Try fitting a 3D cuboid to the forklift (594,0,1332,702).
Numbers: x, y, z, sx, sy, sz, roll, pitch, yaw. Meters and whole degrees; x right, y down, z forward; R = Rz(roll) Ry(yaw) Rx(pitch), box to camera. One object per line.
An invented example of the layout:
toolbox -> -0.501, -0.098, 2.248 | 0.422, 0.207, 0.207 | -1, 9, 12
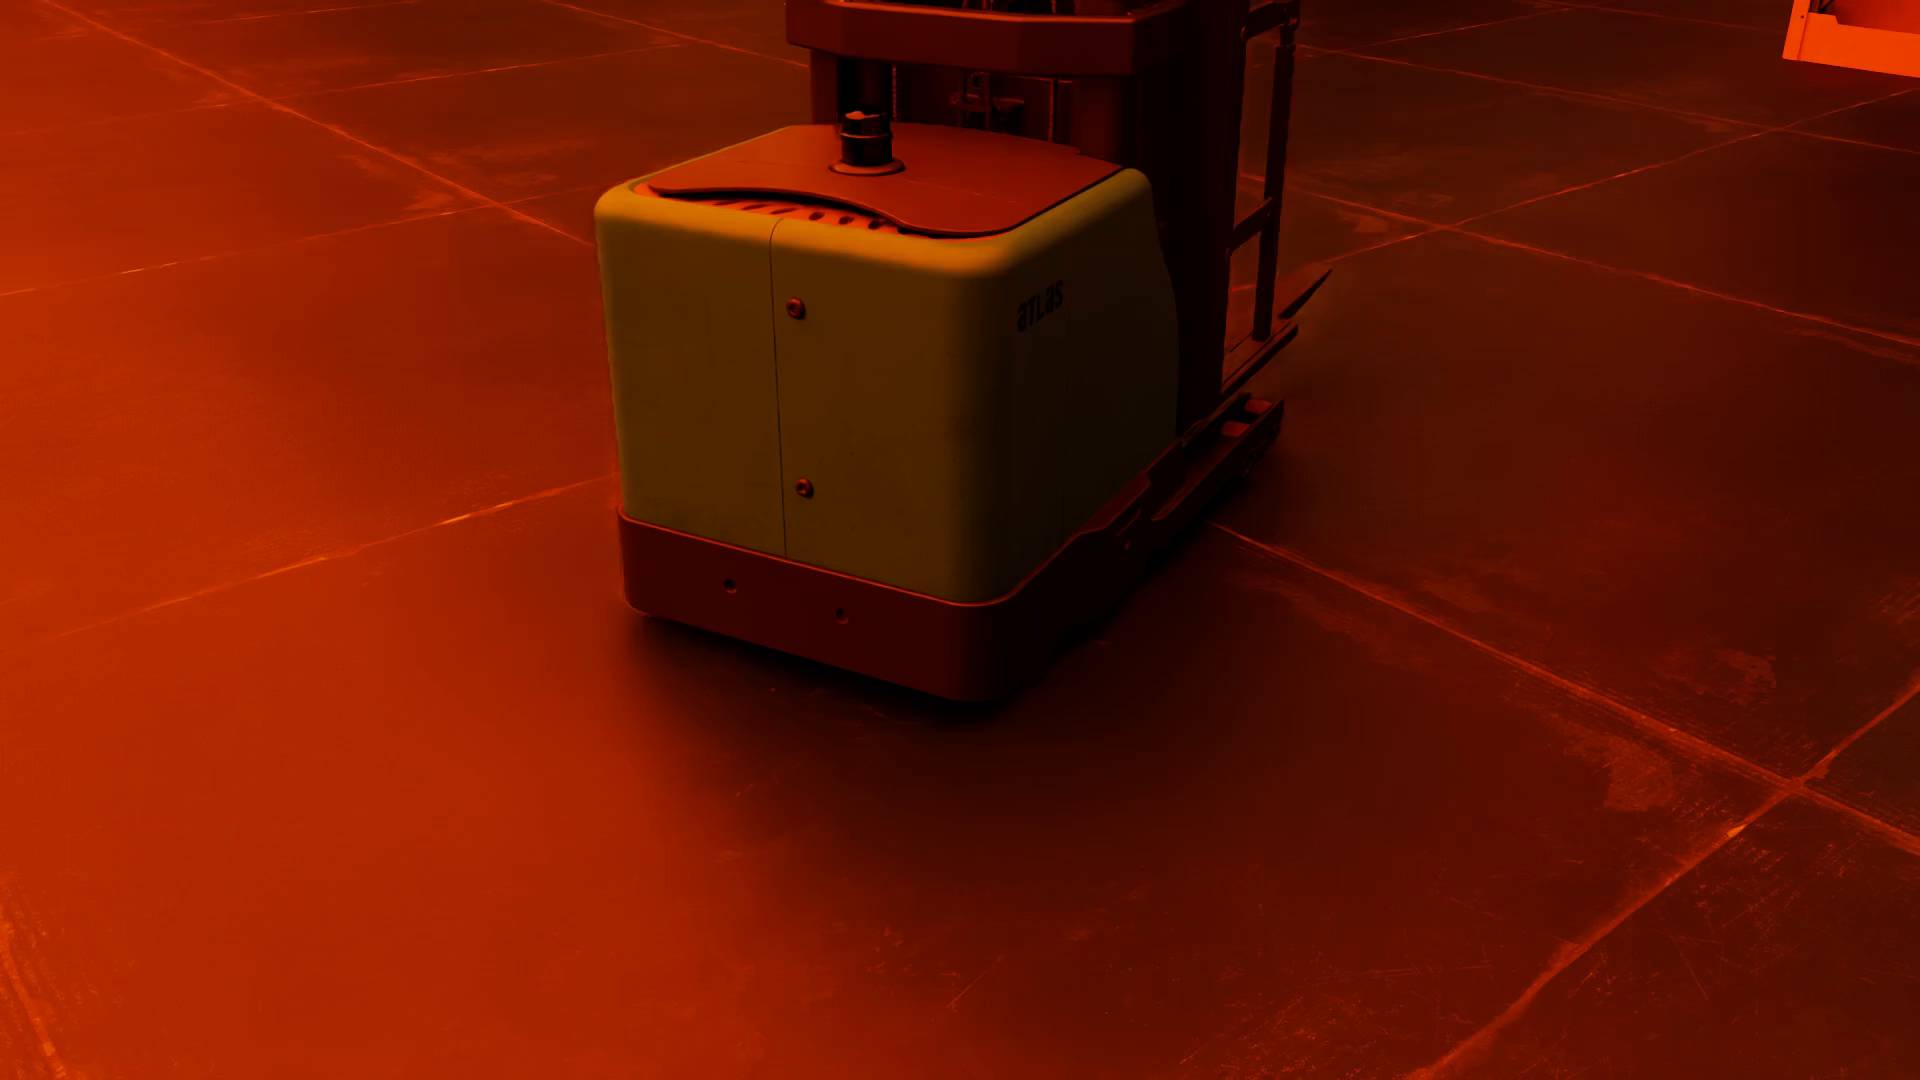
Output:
forklift -> 0.324, -1.581, 4.389 | 1.130, 2.935, 3.031 | 13, 29, 25
